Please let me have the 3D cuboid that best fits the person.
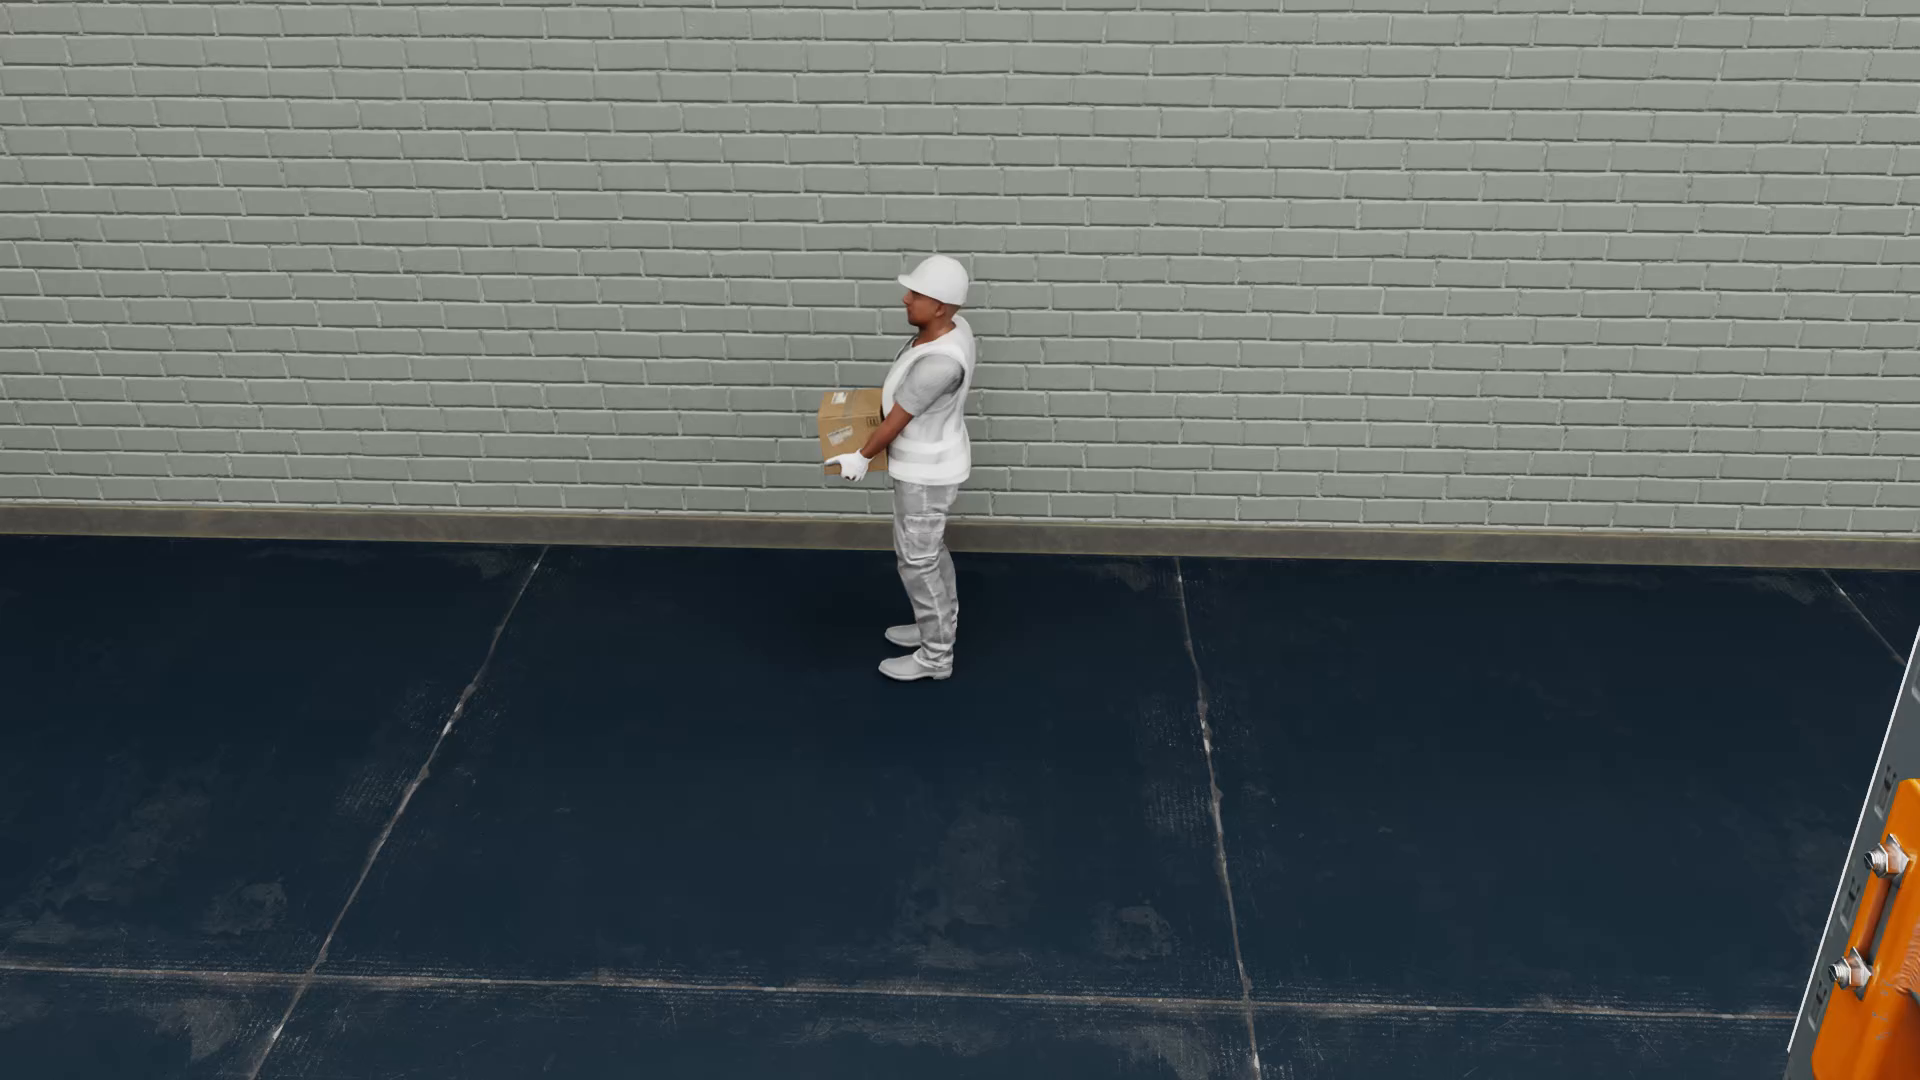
[{"bbox_3d":[-0.235,-0.280,6.637,0.583,1.778,0.488,1,28,3],"label":"person"}]
